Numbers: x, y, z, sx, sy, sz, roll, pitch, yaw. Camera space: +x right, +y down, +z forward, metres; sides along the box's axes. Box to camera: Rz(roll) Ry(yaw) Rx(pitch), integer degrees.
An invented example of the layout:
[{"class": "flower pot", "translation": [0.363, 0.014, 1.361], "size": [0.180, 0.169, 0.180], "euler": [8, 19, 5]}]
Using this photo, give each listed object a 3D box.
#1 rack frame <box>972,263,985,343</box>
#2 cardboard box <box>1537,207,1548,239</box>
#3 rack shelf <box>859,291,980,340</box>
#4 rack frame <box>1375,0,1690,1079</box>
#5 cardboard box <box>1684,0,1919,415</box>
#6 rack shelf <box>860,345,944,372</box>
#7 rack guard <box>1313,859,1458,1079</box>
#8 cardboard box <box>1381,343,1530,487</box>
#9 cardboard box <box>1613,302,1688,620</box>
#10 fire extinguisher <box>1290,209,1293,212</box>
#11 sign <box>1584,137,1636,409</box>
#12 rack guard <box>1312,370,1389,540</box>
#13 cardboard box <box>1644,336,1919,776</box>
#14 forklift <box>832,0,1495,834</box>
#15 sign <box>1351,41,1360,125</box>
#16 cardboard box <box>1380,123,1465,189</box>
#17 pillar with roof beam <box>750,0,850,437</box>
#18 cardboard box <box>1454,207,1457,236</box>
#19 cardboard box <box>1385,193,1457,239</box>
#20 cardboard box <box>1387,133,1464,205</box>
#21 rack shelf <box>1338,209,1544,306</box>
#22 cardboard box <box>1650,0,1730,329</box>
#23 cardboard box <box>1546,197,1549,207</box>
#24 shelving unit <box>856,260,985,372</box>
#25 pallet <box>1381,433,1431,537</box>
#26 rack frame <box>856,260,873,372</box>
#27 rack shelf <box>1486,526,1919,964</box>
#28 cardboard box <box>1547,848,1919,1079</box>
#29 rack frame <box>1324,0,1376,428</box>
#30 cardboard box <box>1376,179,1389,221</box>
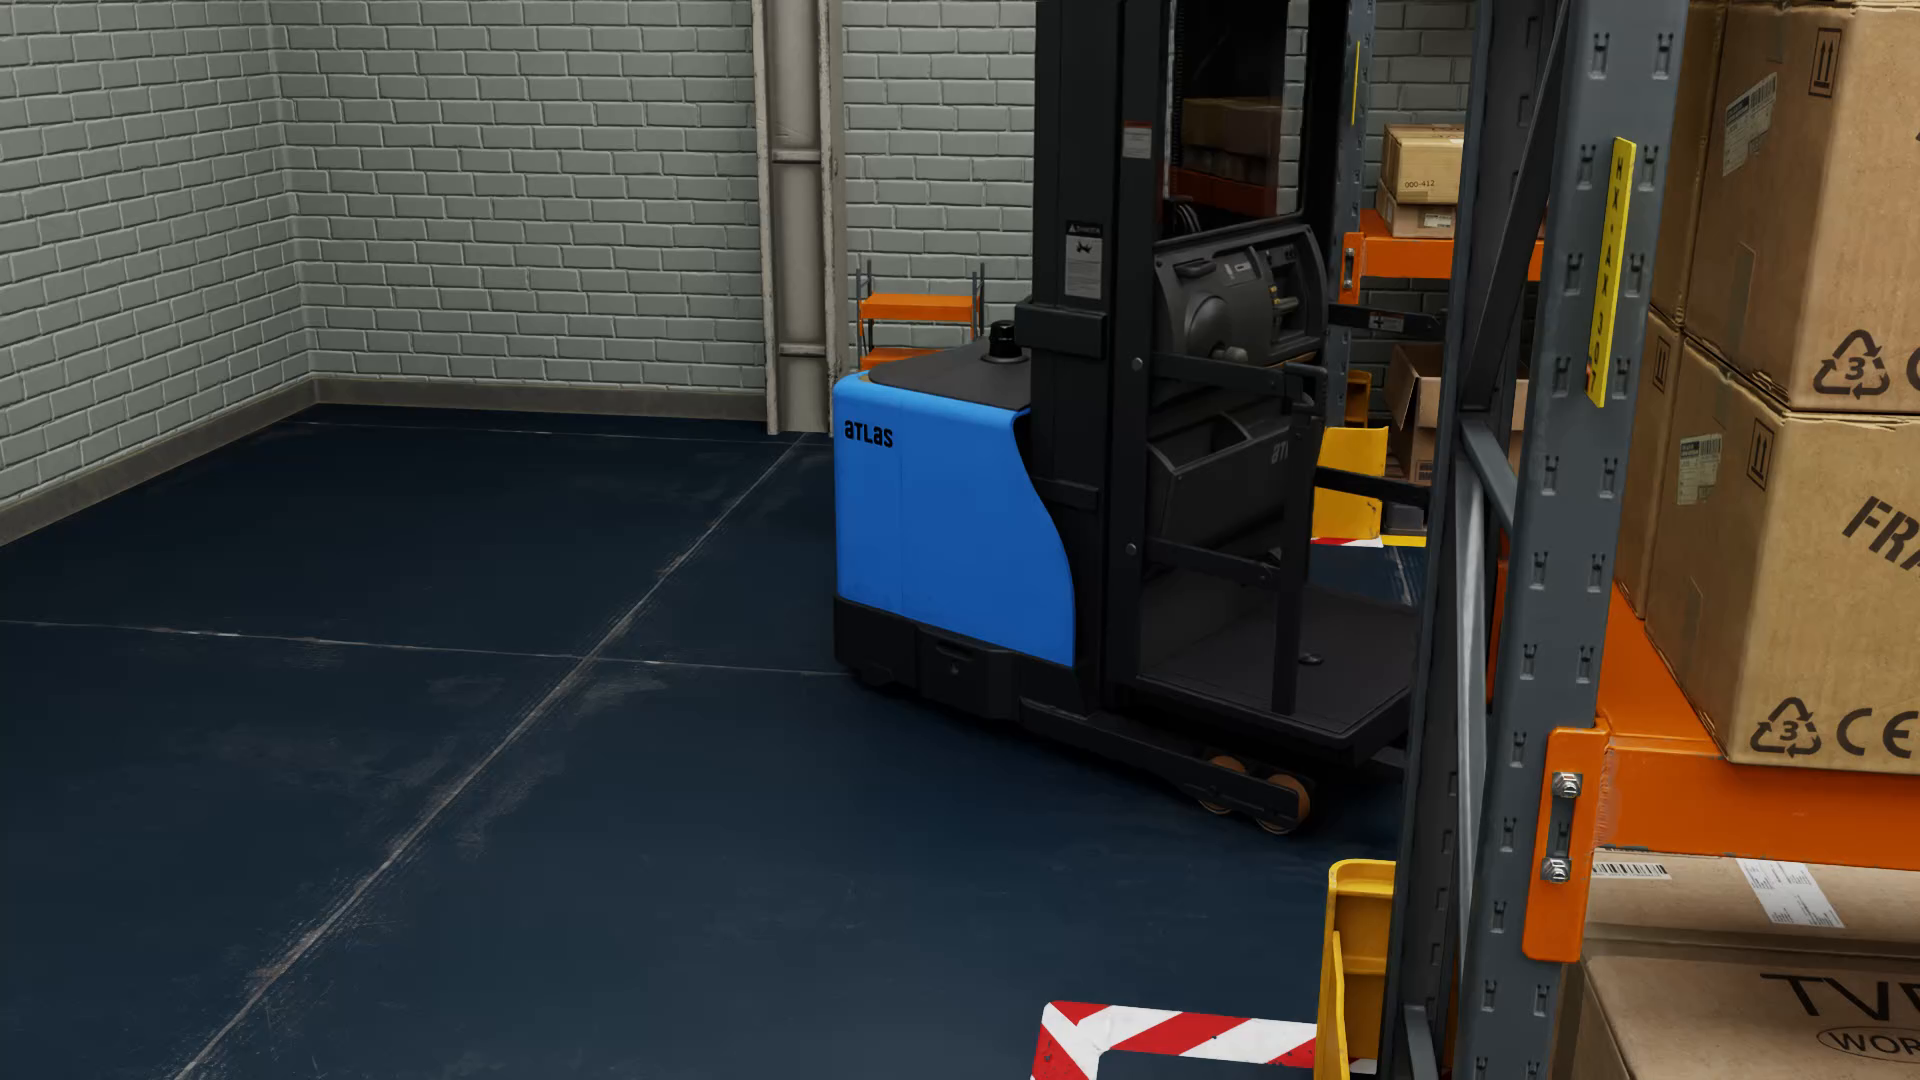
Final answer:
[{"class": "rack frame", "translation": [0.077, -0.565, 7.101], "size": [0.015, 1.200, 0.240], "euler": [3, 19, 9]}, {"class": "cardboard box", "translation": [2.496, -1.393, 7.135], "size": [0.250, 0.149, 0.380], "euler": [3, 19, 8]}, {"class": "rack shelf", "translation": [-0.163, -0.950, 7.013], "size": [0.480, 0.148, 0.258], "euler": [3, 19, 9]}, {"class": "rack frame", "translation": [0.908, -0.060, 2.755], "size": [0.127, 3.000, 1.000], "euler": [3, 19, 9]}, {"class": "cardboard box", "translation": [1.337, -0.468, 2.242], "size": [0.500, 0.500, 0.500], "euler": [3, 19, 7]}, {"class": "rack shelf", "translation": [-0.163, -0.726, 7.088], "size": [0.480, 0.148, 0.258], "euler": [3, 19, 9]}, {"class": "rack guard", "translation": [0.885, 1.124, 3.156], "size": [0.348, 0.500, 1.175], "euler": [3, 19, 9]}, {"class": "cardboard box", "translation": [2.281, -0.570, 7.552], "size": [0.637, 0.503, 0.797], "euler": [2, 19, 6]}, {"class": "cardboard box", "translation": [1.427, -0.166, 2.915], "size": [0.500, 0.500, 0.500], "euler": [3, 19, 9]}, {"class": "fire extinguisher", "translation": [1.473, -1.264, 7.064], "size": [0.183, 0.674, 0.296], "euler": [3, 19, 9]}, {"class": "sign", "translation": [0.814, -0.335, 2.087], "size": [0.005, 0.325, 0.100], "euler": [3, 19, 9]}, {"class": "rack guard", "translation": [1.767, -0.426, 7.789], "size": [0.348, 0.500, 1.175], "euler": [3, 19, 9]}, {"class": "cardboard box", "translation": [1.337, 0.007, 2.399], "size": [0.500, 0.500, 0.500], "euler": [3, 19, 8]}, {"class": "forklift", "translation": [1.020, -0.735, 4.880], "size": [3.031, 2.935, 1.130], "euler": [14, 23, 37]}, {"class": "sign", "translation": [1.606, -1.856, 6.758], "size": [0.005, 0.325, 0.100], "euler": [3, 19, 9]}, {"class": "cardboard box", "translation": [2.188, -1.745, 7.559], "size": [0.500, 0.250, 0.500], "euler": [3, 19, 10]}, {"class": "pillar with roof beam", "translation": [-1.510, -3.530, 3.670], "size": [0.400, 9.000, 9.100], "euler": [3, 19, 9]}, {"class": "cardboard box", "translation": [2.232, -1.395, 7.142], "size": [0.250, 0.149, 0.380], "euler": [3, 19, 10]}, {"class": "cardboard box", "translation": [1.973, -1.394, 7.137], "size": [0.250, 0.149, 0.380], "euler": [3, 19, 8]}, {"class": "cardboard box", "translation": [2.097, -1.578, 7.060], "size": [0.500, 0.250, 0.500], "euler": [3, 19, 9]}, {"class": "rack shelf", "translation": [3.667, -1.174, 7.217], "size": [4.000, 0.370, 1.077], "euler": [3, 19, 9]}, {"class": "cardboard box", "translation": [1.422, -0.632, 2.731], "size": [0.500, 0.500, 0.500], "euler": [4, 19, 10]}, {"class": "cardboard box", "translation": [2.595, -1.553, 6.984], "size": [0.500, 0.250, 0.500], "euler": [3, 19, 9]}, {"class": "shelving unit", "translation": [-0.163, -0.577, 7.138], "size": [0.503, 1.200, 0.258], "euler": [3, 19, 9]}, {"class": "pallet", "translation": [2.554, -0.249, 7.716], "size": [1.213, 0.211, 1.003], "euler": [3, 19, 9]}, {"class": "rack frame", "translation": [-0.404, -0.590, 7.174], "size": [0.015, 1.200, 0.240], "euler": [3, 19, 9]}, {"class": "rack shelf", "translation": [2.883, 0.382, 2.569], "size": [4.000, 0.370, 1.077], "euler": [3, 19, 9]}, {"class": "cardboard box", "translation": [1.576, 0.958, 3.090], "size": [0.875, 0.438, 0.875], "euler": [2, 19, 7]}, {"class": "rack frame", "translation": [1.692, -1.615, 7.404], "size": [0.127, 3.000, 1.000], "euler": [3, 19, 9]}, {"class": "cardboard box", "translation": [2.062, -1.564, 7.645], "size": [0.250, 0.149, 0.380], "euler": [3, 19, 8]}]
